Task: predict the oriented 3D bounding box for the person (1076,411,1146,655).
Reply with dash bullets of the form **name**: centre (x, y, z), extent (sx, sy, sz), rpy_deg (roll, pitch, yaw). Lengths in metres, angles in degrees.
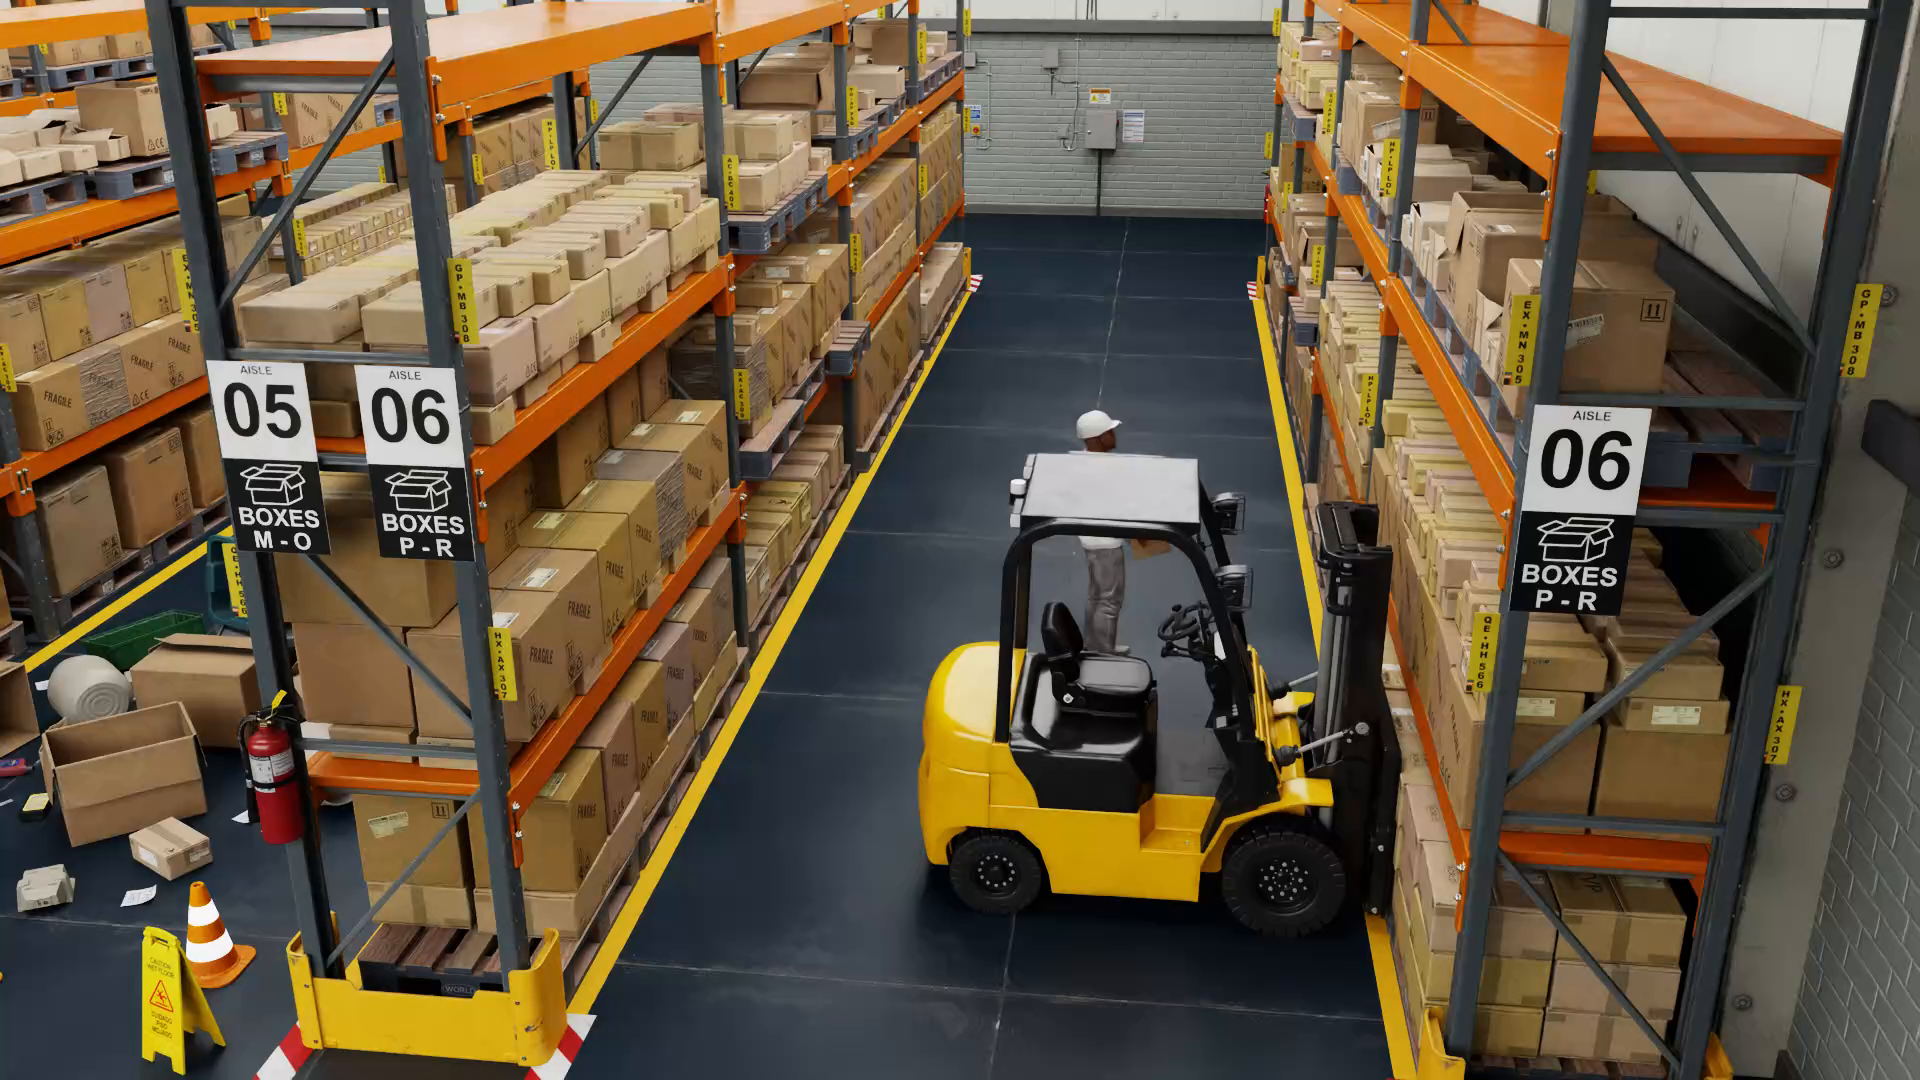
- **person**: centre (1.021, 0.001, 11.041), extent (0.559, 1.772, 0.542), rpy_deg (-1, 21, -2)
